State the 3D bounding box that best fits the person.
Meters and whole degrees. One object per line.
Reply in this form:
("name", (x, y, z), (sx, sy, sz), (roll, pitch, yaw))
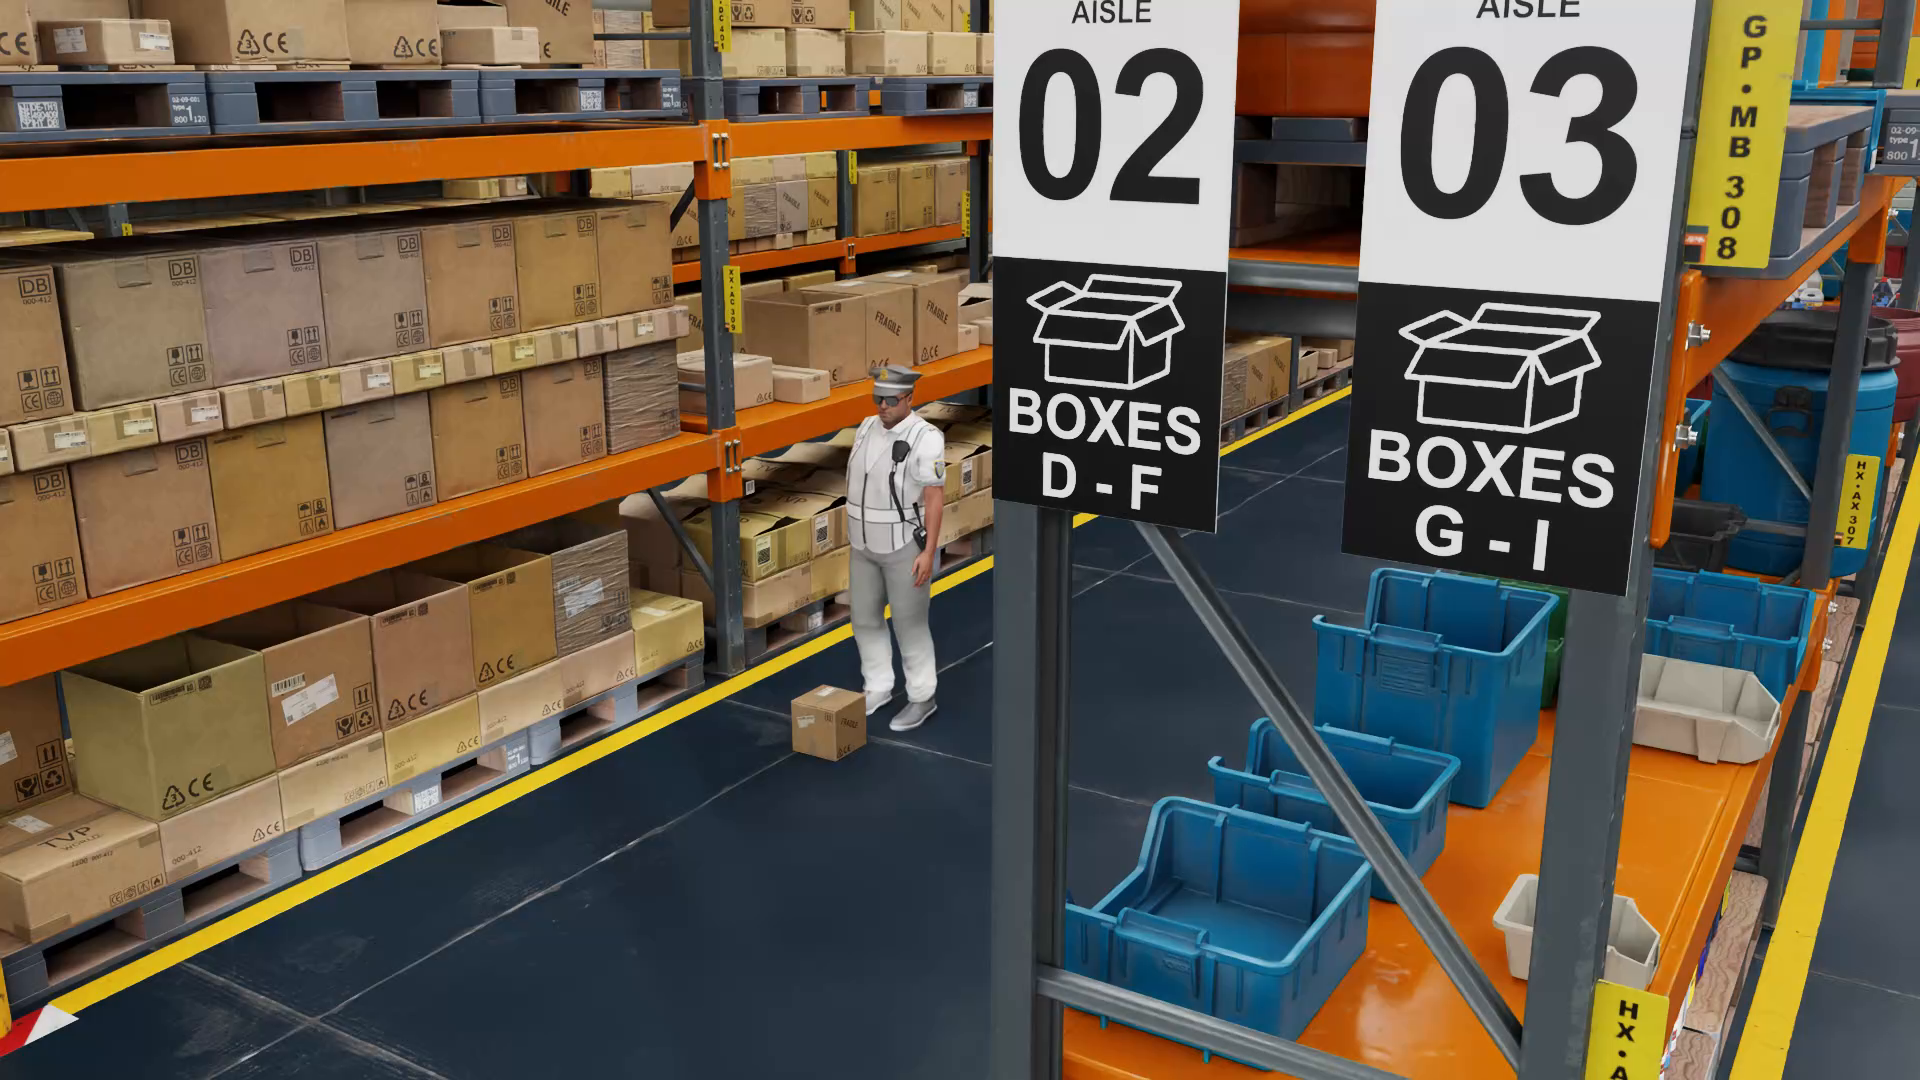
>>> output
("person", (-0.321, 0.033, 7.942), (0.527, 1.740, 0.393), (11, 20, 35))
